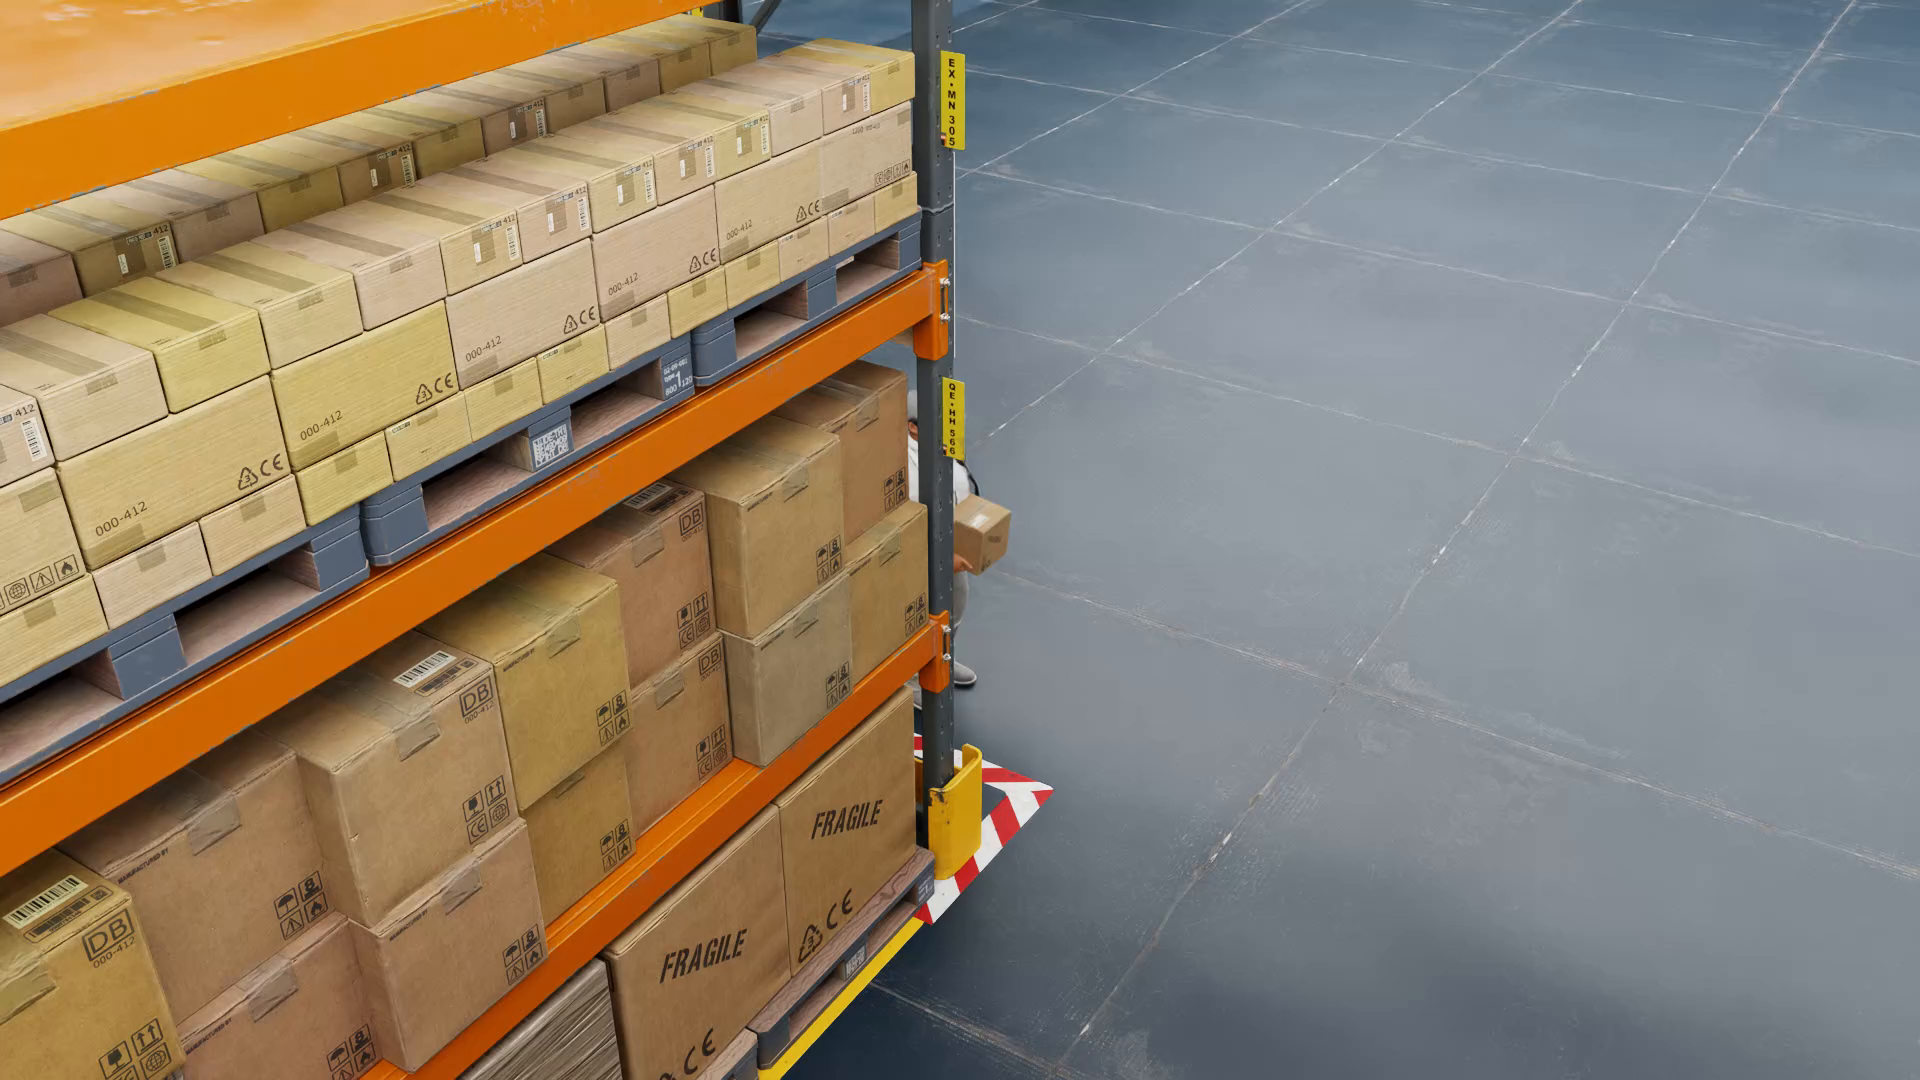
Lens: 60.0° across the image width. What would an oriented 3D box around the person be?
[{"bbox_3d":[-0.091,0.056,8.093,0.541,1.653,0.453,19,35,28],"label":"person"}]
